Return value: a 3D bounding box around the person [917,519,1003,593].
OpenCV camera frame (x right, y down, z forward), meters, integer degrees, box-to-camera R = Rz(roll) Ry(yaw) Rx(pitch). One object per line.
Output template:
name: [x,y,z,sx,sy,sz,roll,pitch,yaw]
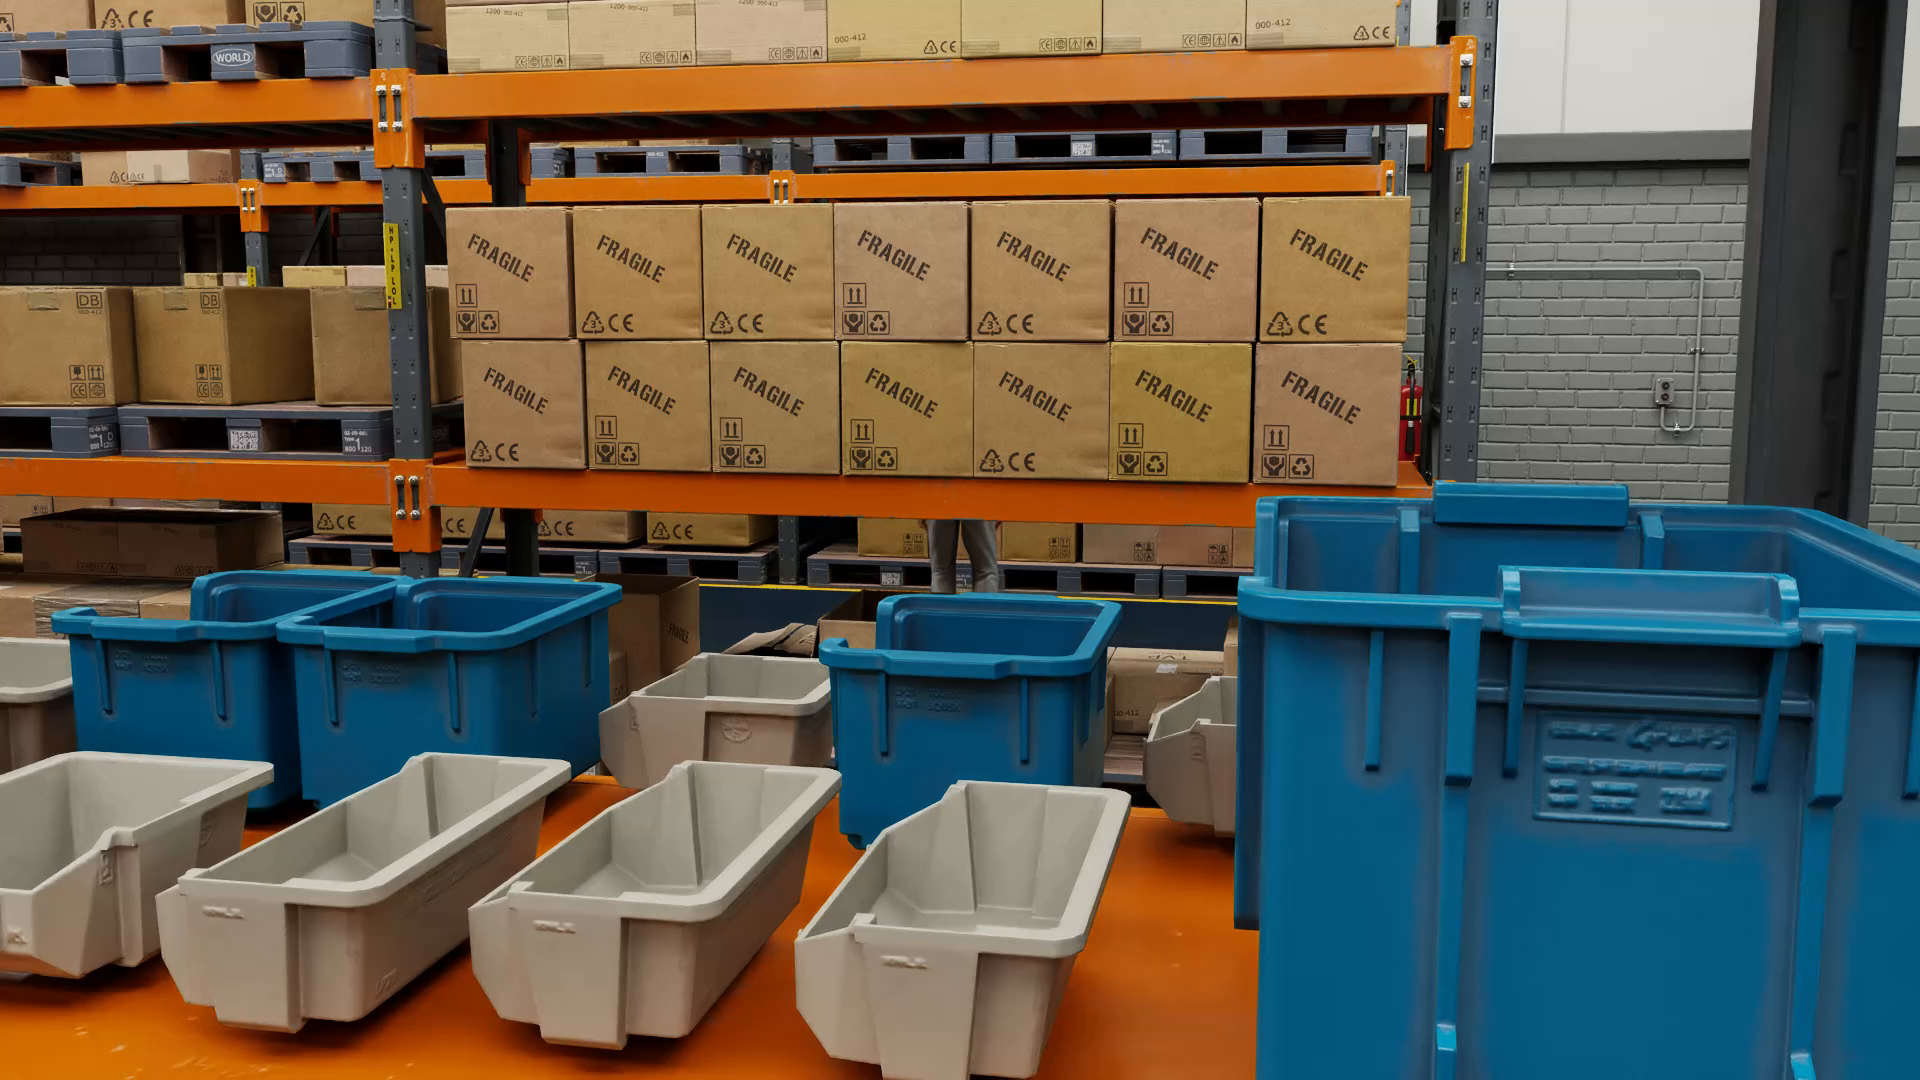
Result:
person: [0.008,-0.168,9.018,0.511,1.671,0.363,1,8,8]
